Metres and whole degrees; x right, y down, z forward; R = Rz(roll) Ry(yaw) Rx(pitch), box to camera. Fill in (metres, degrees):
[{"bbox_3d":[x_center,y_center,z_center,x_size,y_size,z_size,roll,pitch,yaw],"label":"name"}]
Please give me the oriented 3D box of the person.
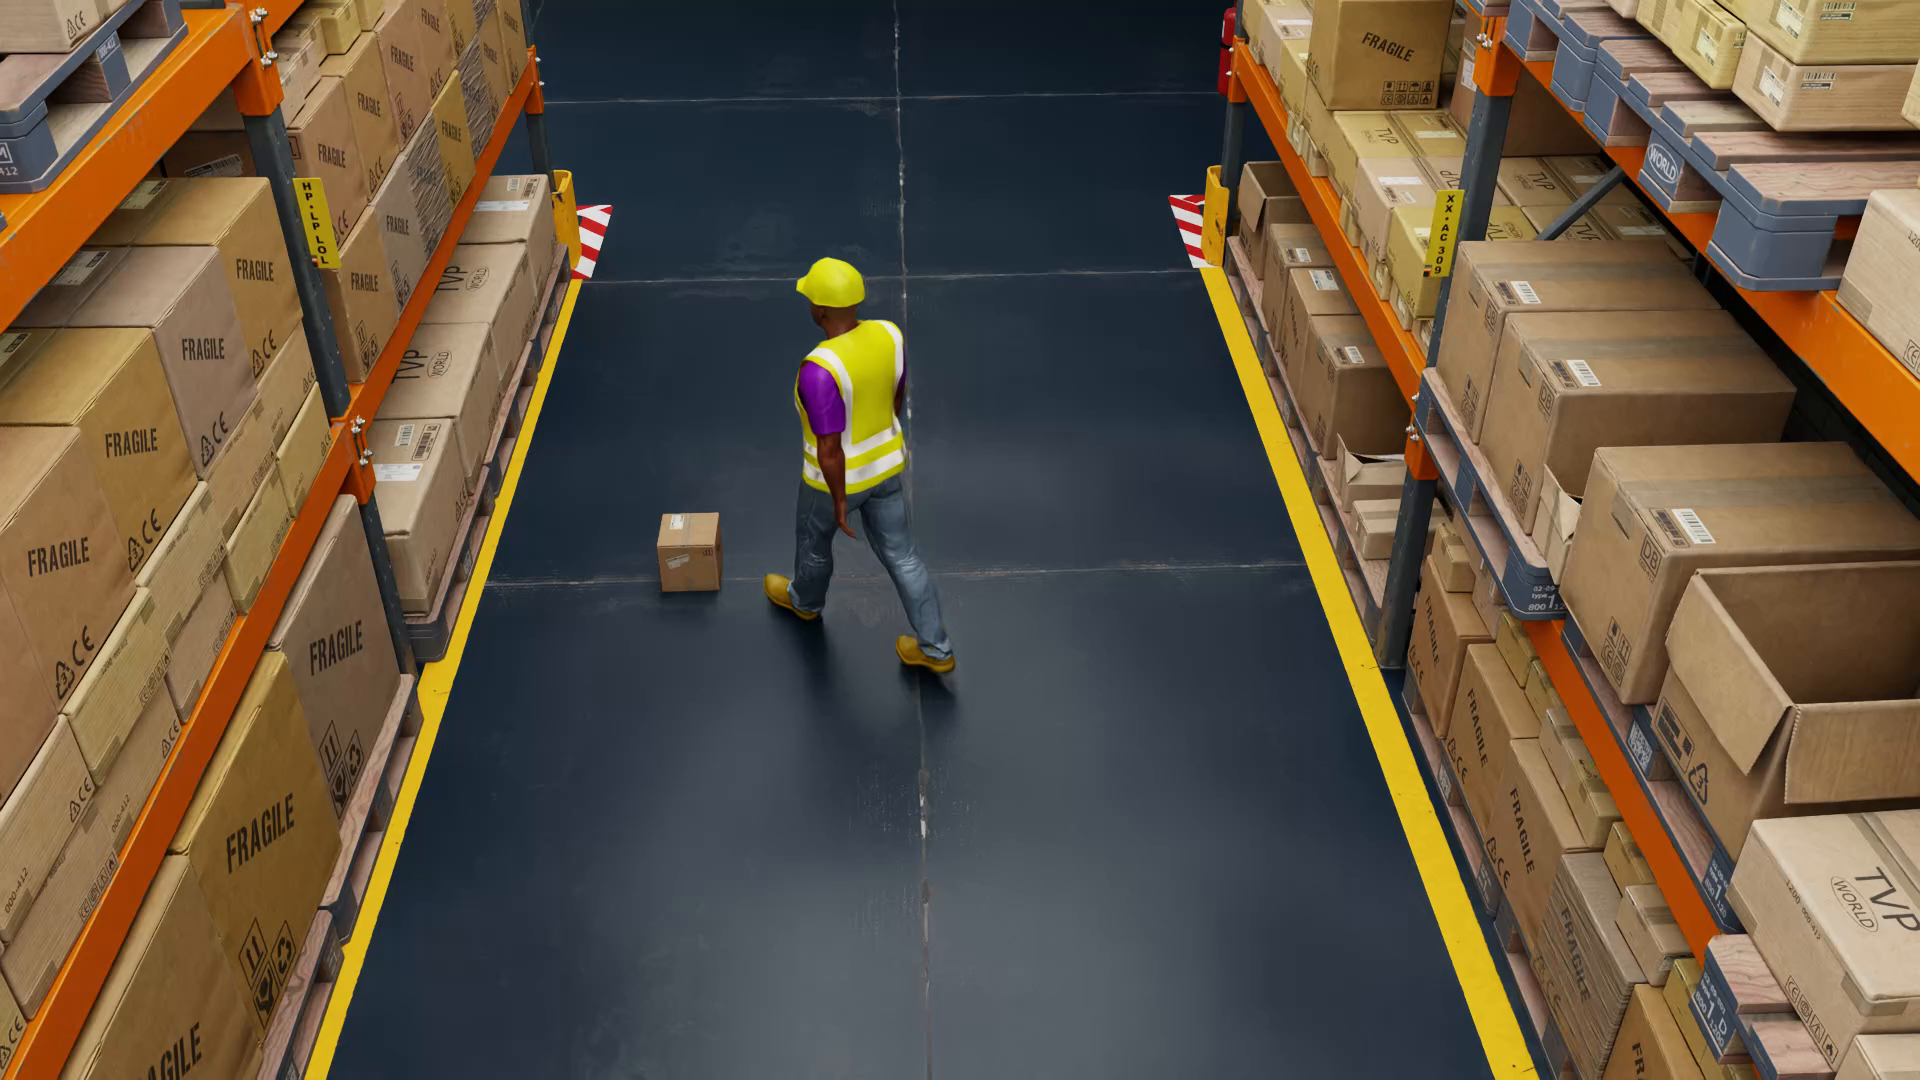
[{"bbox_3d":[-0.412,-0.304,6.576,0.555,1.726,1.028,-28,44,-34],"label":"person"}]
